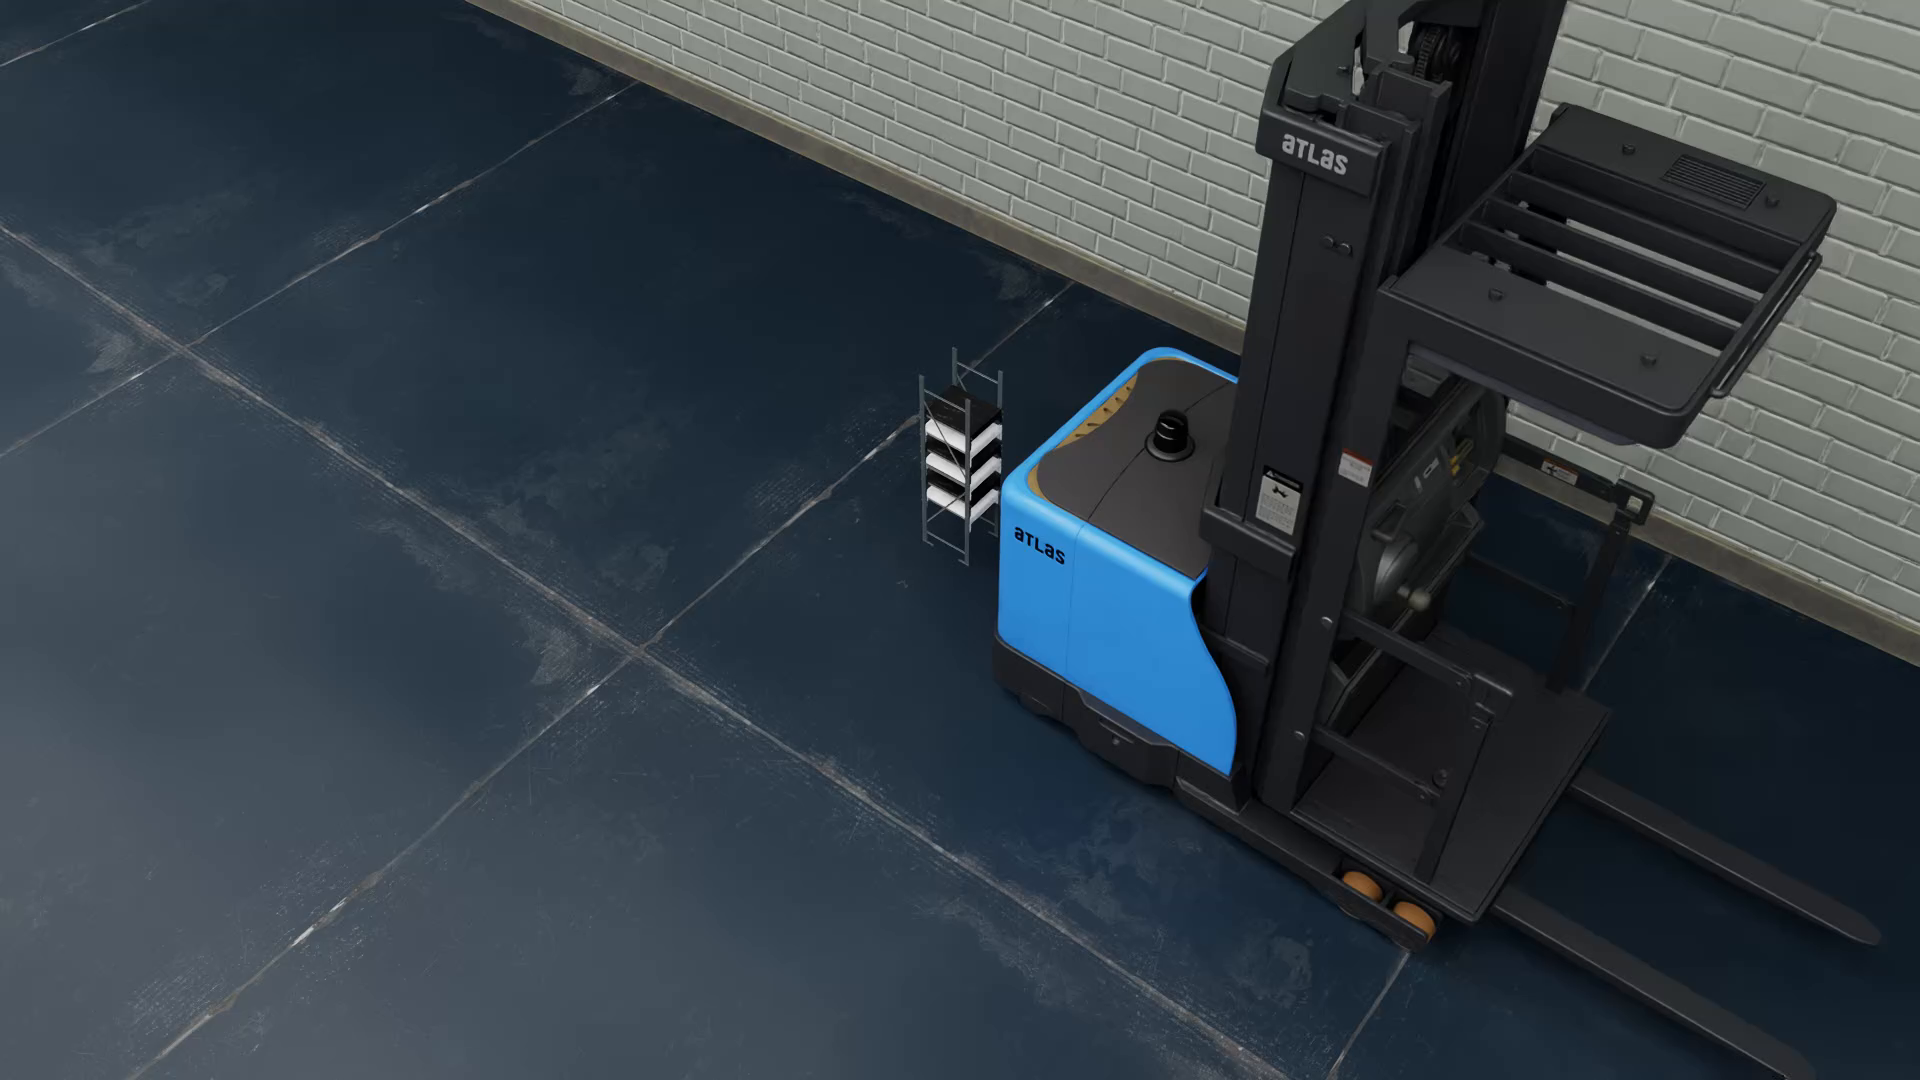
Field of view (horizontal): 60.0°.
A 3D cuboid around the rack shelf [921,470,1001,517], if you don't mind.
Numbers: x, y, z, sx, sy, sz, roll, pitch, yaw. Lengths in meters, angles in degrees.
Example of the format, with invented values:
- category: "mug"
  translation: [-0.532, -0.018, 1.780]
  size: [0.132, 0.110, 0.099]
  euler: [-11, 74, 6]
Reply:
- category: "rack shelf"
  translation: [0.005, -0.230, 6.683]
  size: [0.258, 0.077, 0.200]
  euler: [29, 53, 25]

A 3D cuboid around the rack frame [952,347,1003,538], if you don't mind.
- category: "rack frame"
  translation: [0.067, -0.374, 6.649]
  size: [0.240, 0.900, 0.006]
  euler: [29, 53, 25]

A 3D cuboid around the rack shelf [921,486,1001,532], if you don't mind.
- category: "rack shelf"
  translation: [0.005, -0.168, 6.748]
  size: [0.258, 0.077, 0.200]
  euler: [29, 53, 25]

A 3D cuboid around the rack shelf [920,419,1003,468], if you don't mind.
- category: "rack shelf"
  translation: [0.005, -0.417, 6.488]
  size: [0.258, 0.077, 0.200]
  euler: [29, 53, 25]

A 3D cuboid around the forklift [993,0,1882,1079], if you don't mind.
- category: "forklift"
  translation: [1.595, -0.073, 4.958]
  size: [3.031, 2.935, 1.130]
  euler: [30, 53, 25]

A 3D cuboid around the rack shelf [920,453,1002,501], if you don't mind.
- category: "rack shelf"
  translation: [0.005, -0.292, 6.618]
  size: [0.258, 0.077, 0.200]
  euler: [29, 53, 25]

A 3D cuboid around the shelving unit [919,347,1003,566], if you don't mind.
- category: "shelving unit"
  translation: [0.005, -0.315, 6.594]
  size: [0.258, 0.900, 0.210]
  euler: [29, 53, 25]

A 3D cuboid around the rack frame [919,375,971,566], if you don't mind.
- category: "rack frame"
  translation: [-0.057, -0.257, 6.538]
  size: [0.240, 0.900, 0.006]
  euler: [29, 53, 25]

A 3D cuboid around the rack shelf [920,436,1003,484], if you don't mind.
- category: "rack shelf"
  translation: [0.005, -0.355, 6.553]
  size: [0.258, 0.077, 0.200]
  euler: [29, 53, 25]

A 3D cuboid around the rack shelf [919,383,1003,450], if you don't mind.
- category: "rack shelf"
  translation: [0.005, -0.479, 6.423]
  size: [0.258, 0.077, 0.200]
  euler: [29, 53, 25]
